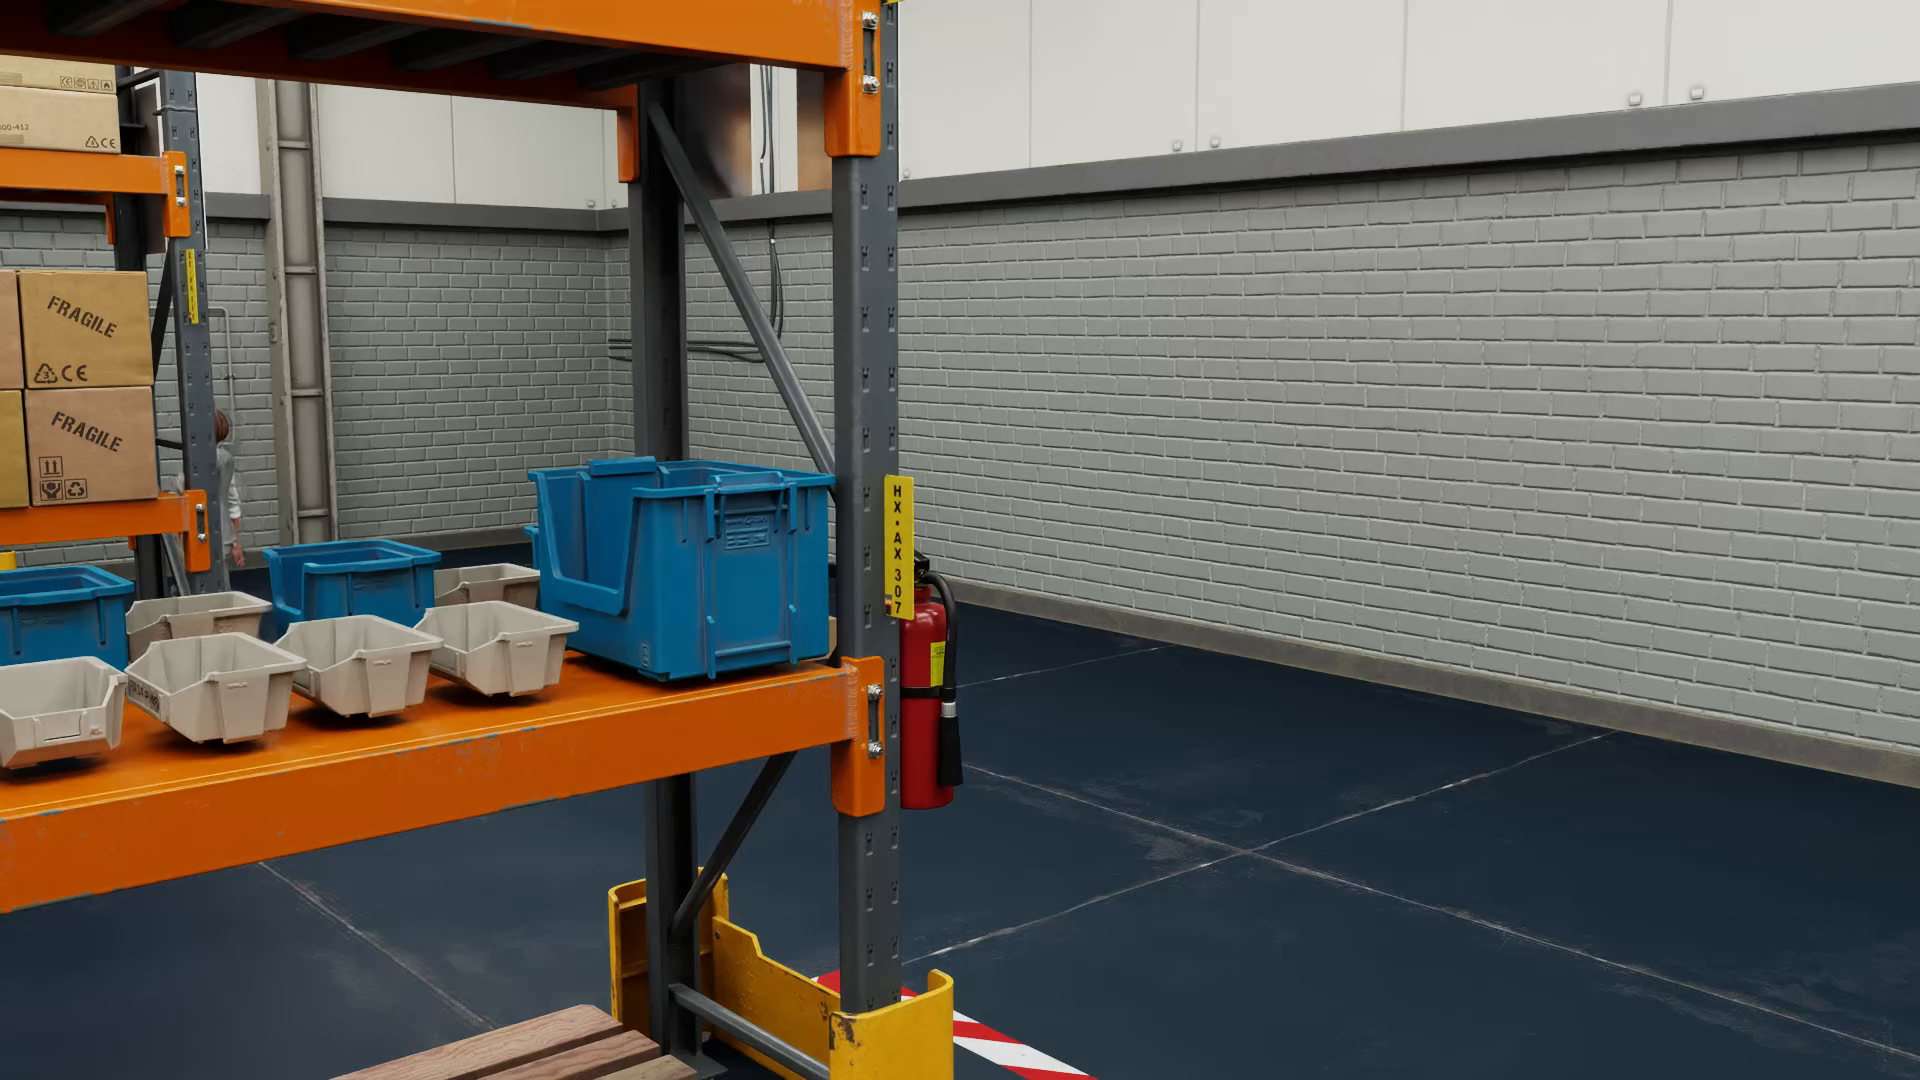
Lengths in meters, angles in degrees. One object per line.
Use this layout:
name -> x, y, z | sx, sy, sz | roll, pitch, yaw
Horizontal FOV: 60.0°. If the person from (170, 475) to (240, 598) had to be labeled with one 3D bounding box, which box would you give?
person -> -4.262, 0.125, 9.417 | 0.532, 1.254, 0.416 | -2, 8, -12
